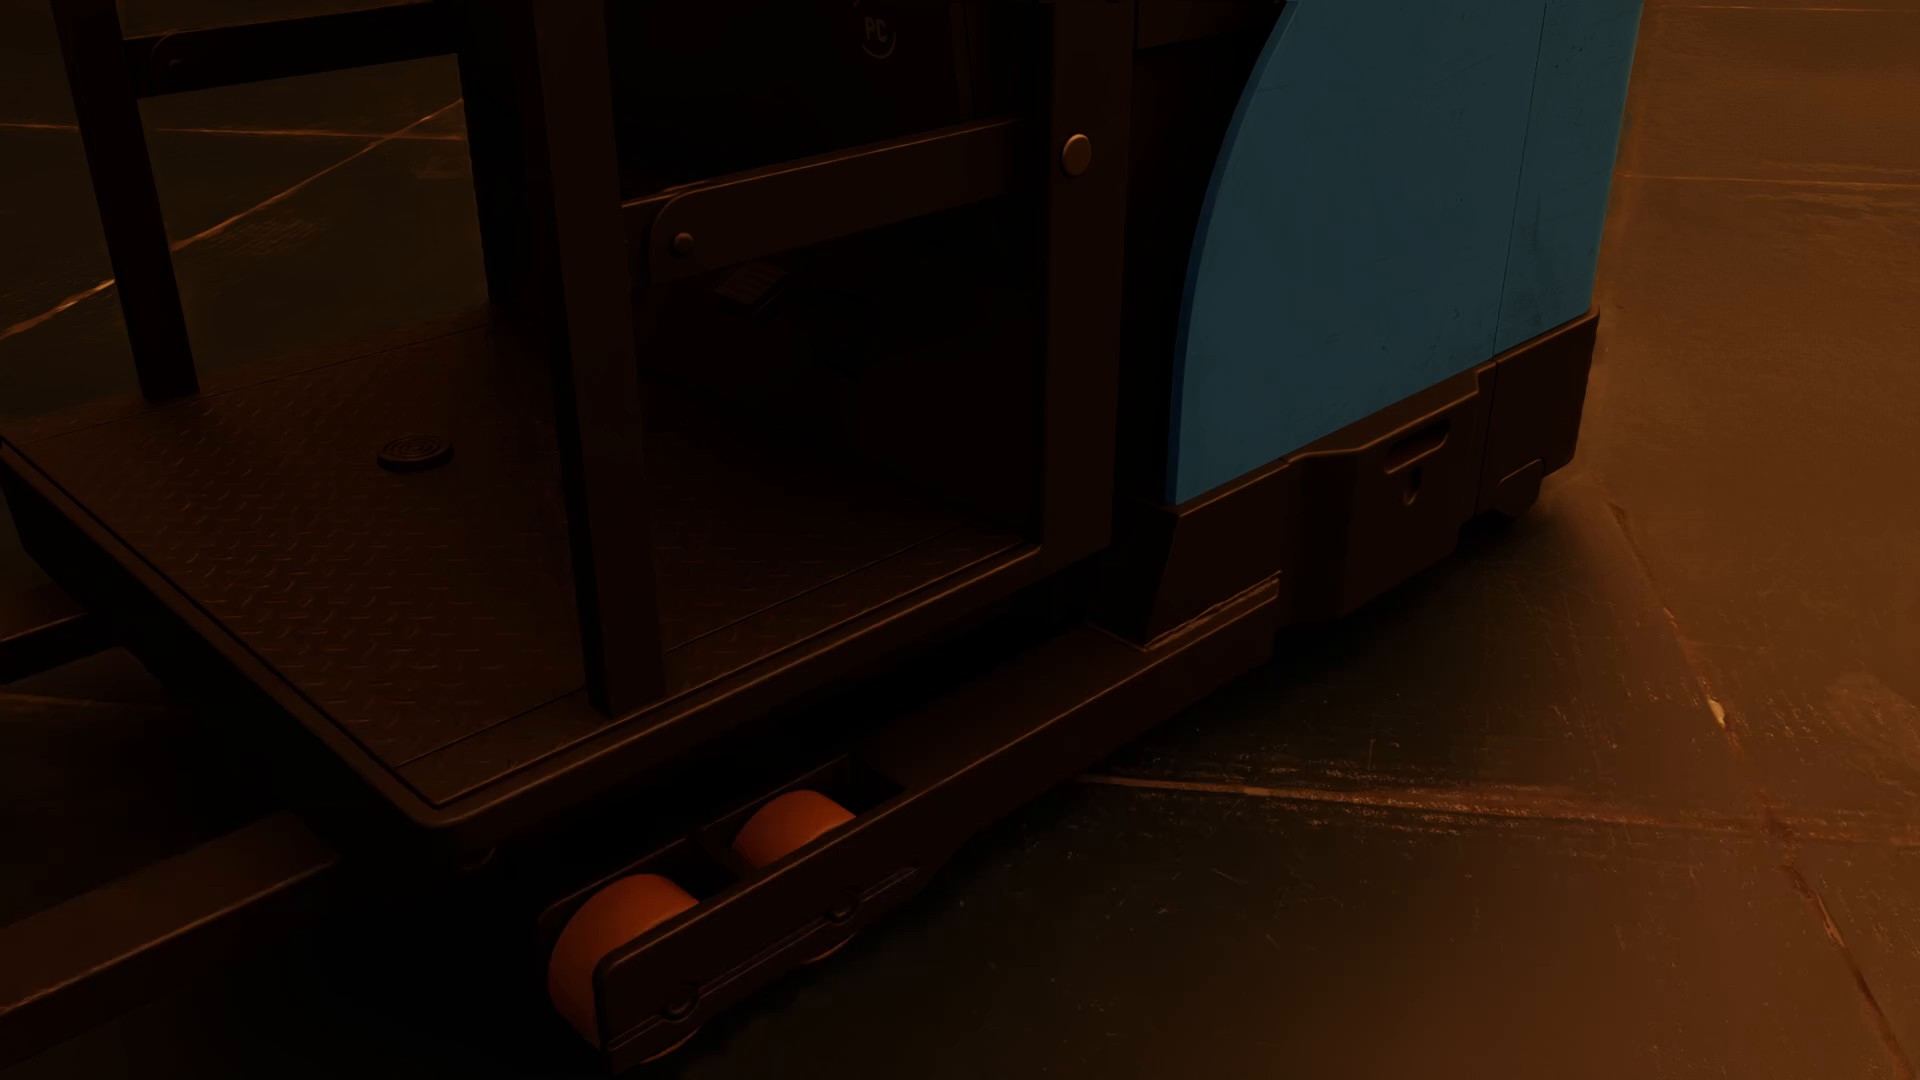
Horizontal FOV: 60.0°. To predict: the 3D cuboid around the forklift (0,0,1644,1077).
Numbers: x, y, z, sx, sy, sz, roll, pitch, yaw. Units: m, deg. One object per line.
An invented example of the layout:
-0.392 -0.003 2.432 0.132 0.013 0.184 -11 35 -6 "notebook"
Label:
-0.439 -1.092 1.406 3.031 2.935 1.130 -23 35 -39 "forklift"
